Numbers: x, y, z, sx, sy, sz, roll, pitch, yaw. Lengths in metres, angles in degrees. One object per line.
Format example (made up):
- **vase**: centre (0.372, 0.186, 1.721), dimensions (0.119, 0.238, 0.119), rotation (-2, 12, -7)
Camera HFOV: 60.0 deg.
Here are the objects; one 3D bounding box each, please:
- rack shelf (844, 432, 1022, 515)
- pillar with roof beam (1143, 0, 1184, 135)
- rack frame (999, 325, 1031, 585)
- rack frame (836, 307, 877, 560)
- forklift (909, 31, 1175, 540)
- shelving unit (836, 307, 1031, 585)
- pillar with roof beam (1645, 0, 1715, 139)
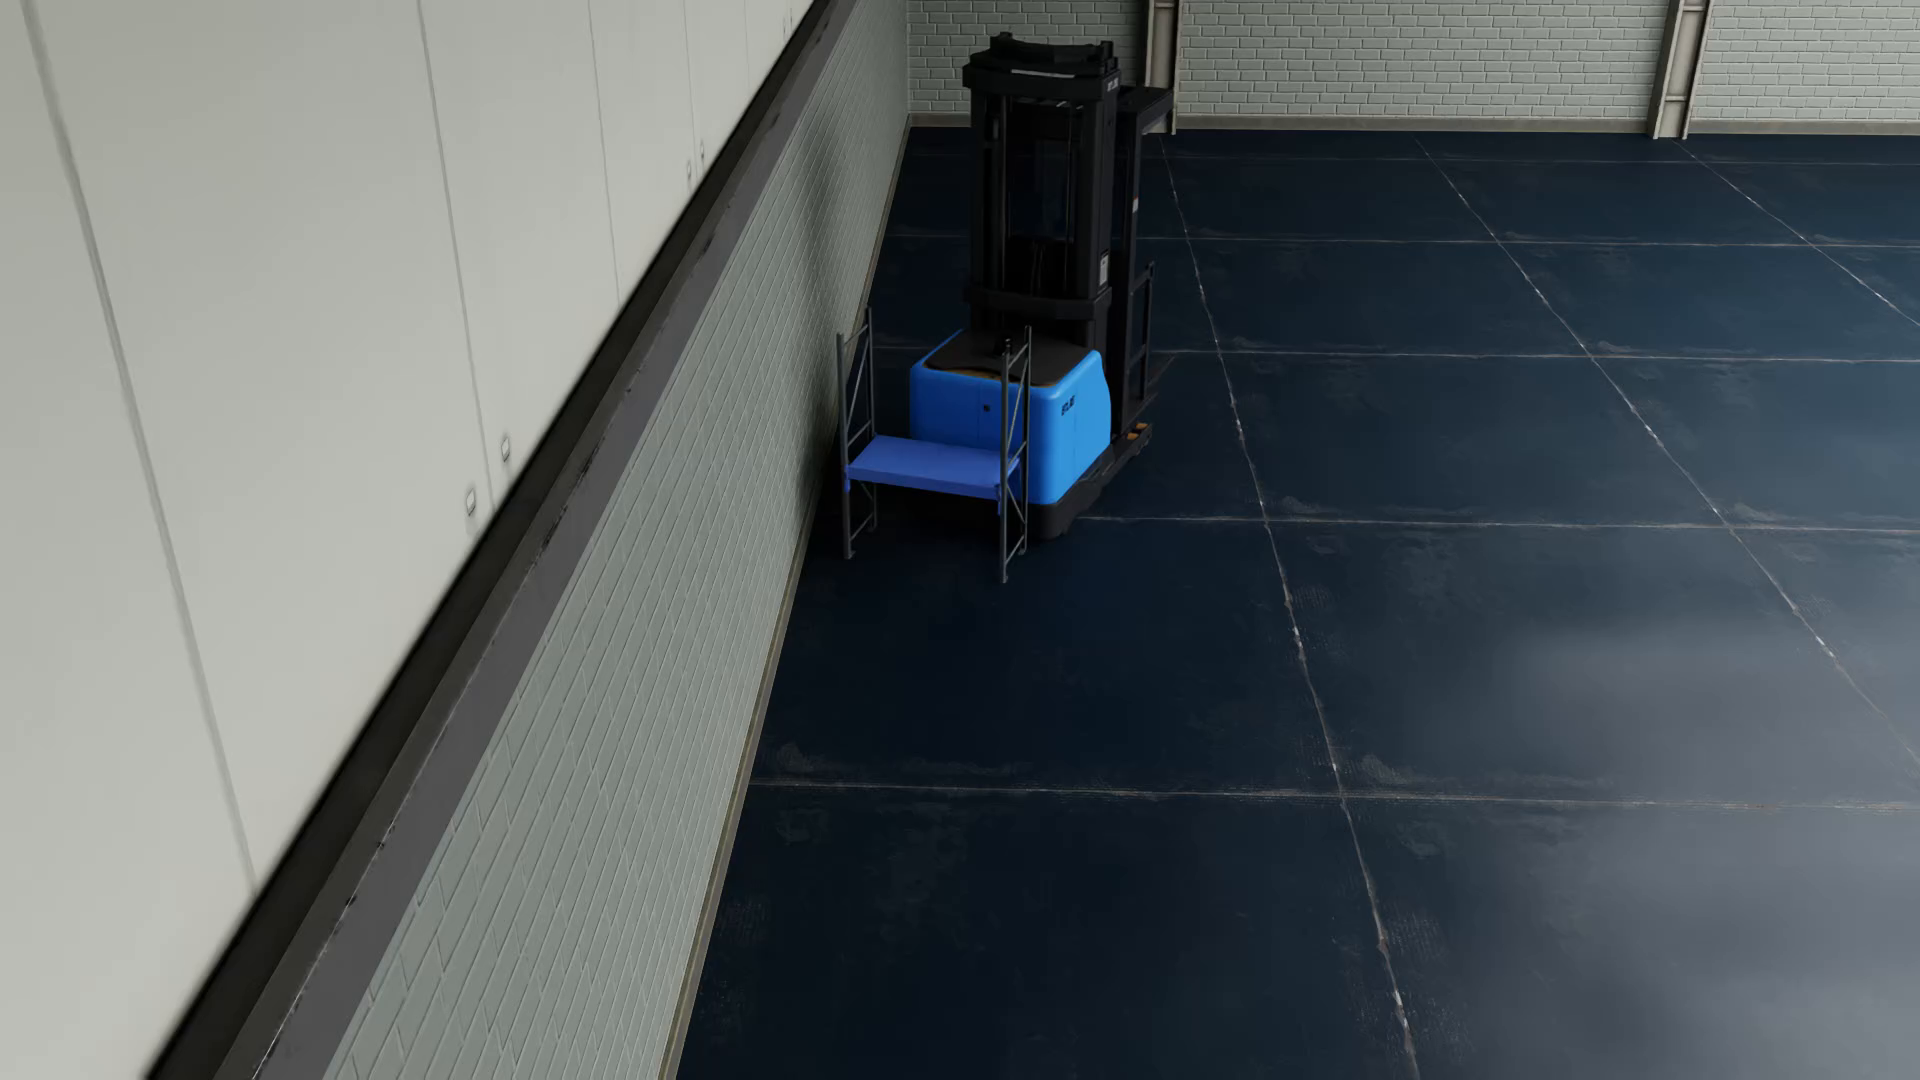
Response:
- **rack shelf**: centre (-0.151, -0.416, 10.243), dimensions (1.000, 0.185, 0.538), rotation (9, 29, 16)
- **pillar with roof beam**: centre (2.218, -6.857, 14.002), dimensions (0.400, 9.000, 9.100), rotation (1, 28, 2)
- **rack frame**: centre (0.331, -0.500, 10.018), dimensions (0.032, 1.500, 0.500), rotation (9, 29, 16)
- **rack frame**: centre (-0.634, -0.650, 10.301), dimensions (0.032, 1.500, 0.500), rotation (9, 29, 16)
- **forklift**: centre (0.736, -1.963, 11.250), dimensions (1.130, 2.935, 3.031), rotation (12, 30, 21)
- **shelving unit**: centre (-0.151, -0.575, 10.159), dimensions (1.048, 1.500, 0.538), rotation (9, 29, 16)
- **pillar with roof beam**: centre (8.215, -6.758, 13.815), dimensions (0.400, 9.000, 9.100), rotation (1, 28, 2)
